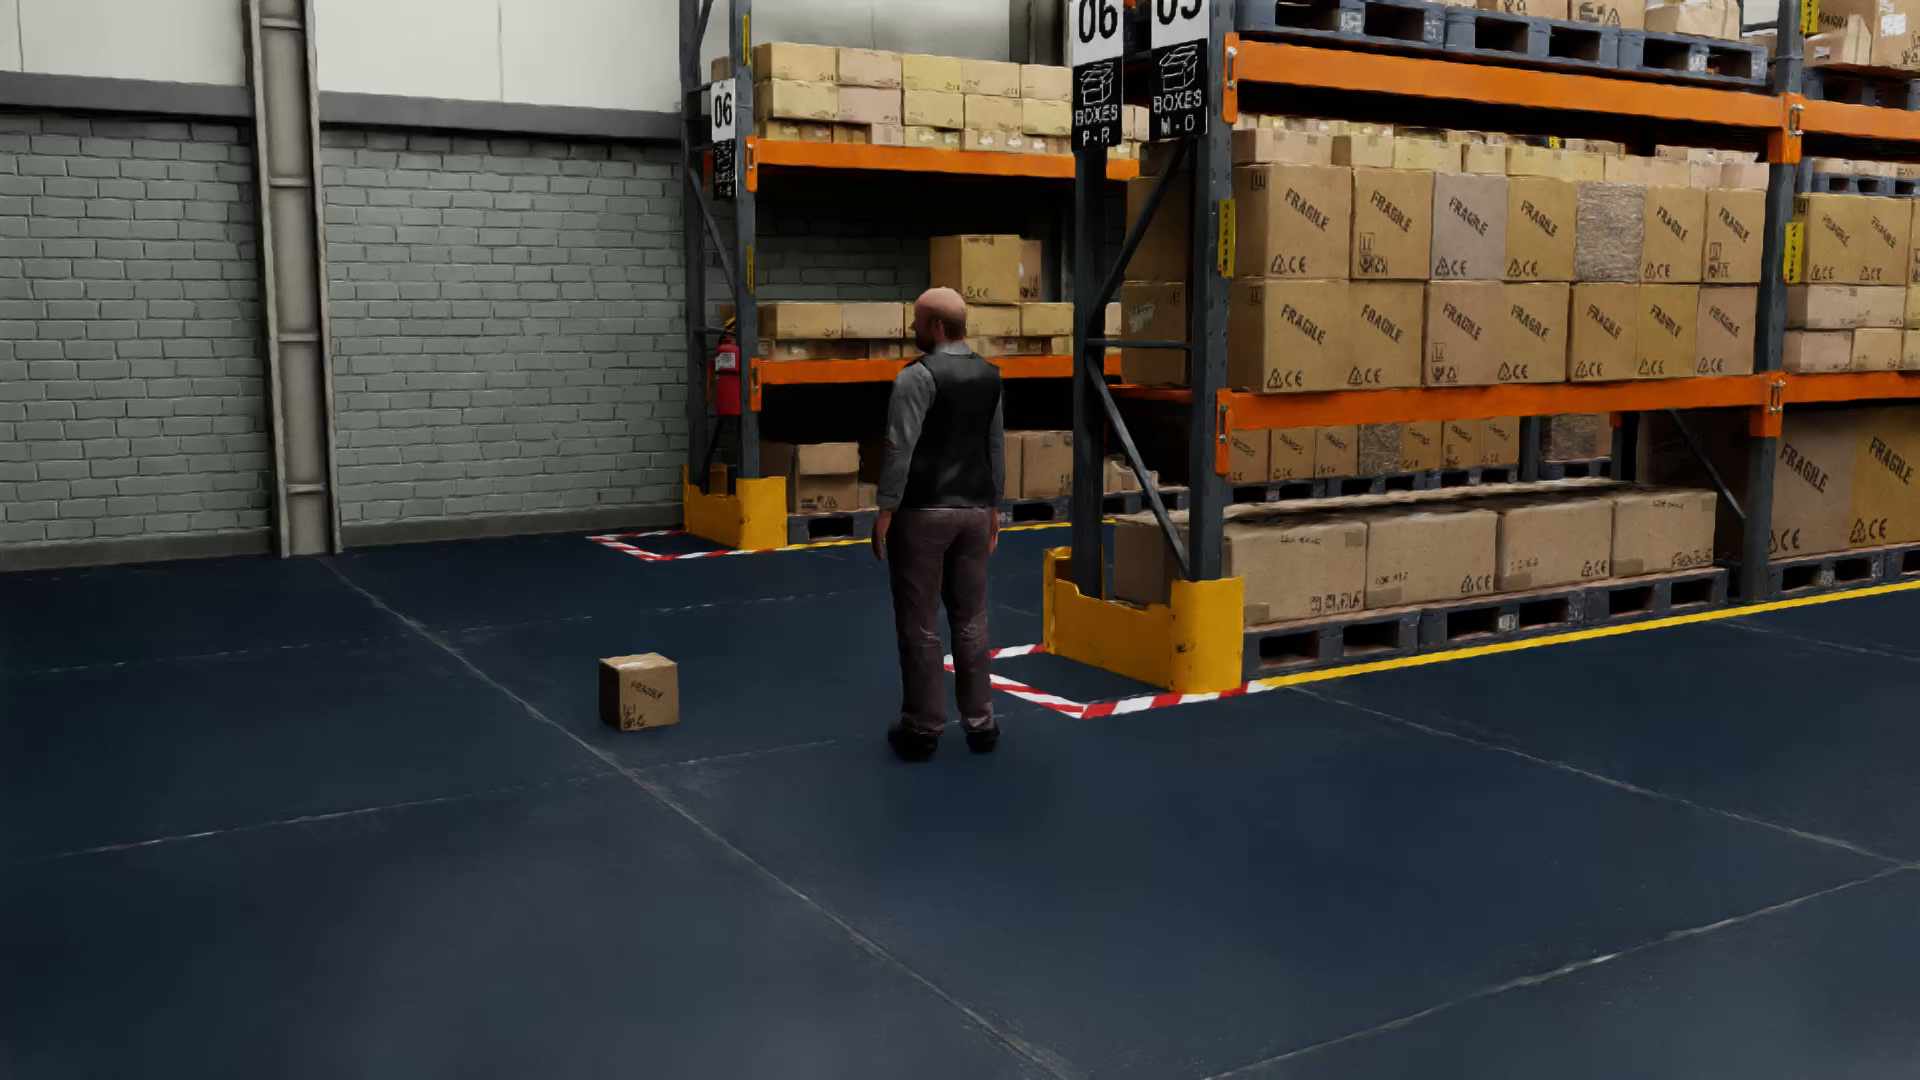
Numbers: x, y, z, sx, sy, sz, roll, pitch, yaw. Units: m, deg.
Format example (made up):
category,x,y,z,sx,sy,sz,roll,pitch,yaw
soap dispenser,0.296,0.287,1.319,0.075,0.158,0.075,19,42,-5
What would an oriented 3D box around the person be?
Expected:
category,x,y,z,sx,sy,sz,roll,pitch,yaw
person,-0.078,-0.074,6.246,0.591,1.732,0.385,-7,10,-39
